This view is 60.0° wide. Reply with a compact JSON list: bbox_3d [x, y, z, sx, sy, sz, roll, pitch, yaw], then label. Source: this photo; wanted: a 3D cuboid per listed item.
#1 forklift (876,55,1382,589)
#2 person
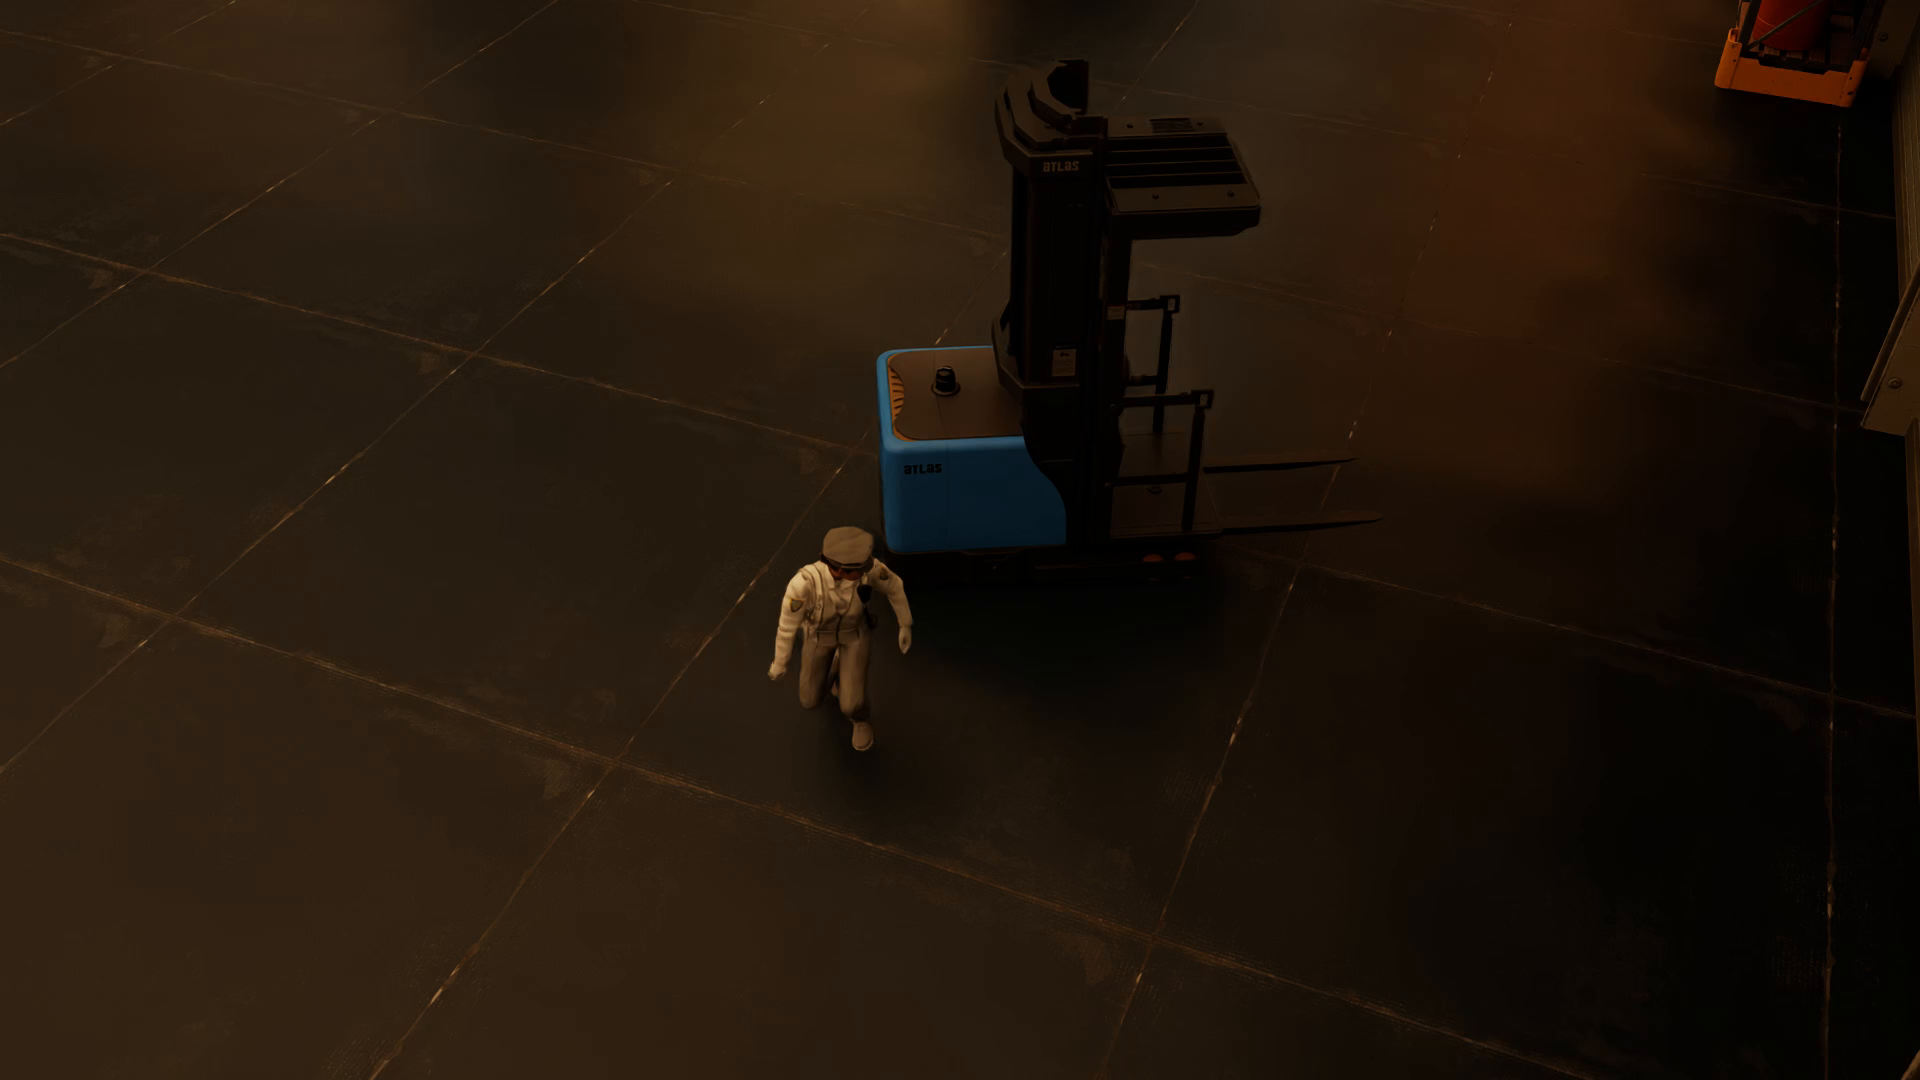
[{"bbox_3d":[1.030,-1.214,9.456,3.031,2.935,1.130,-3,40,-4],"label":"forklift"},{"bbox_3d":[-0.623,0.453,8.632,0.757,1.466,0.610,-2,40,-2],"label":"person"}]
